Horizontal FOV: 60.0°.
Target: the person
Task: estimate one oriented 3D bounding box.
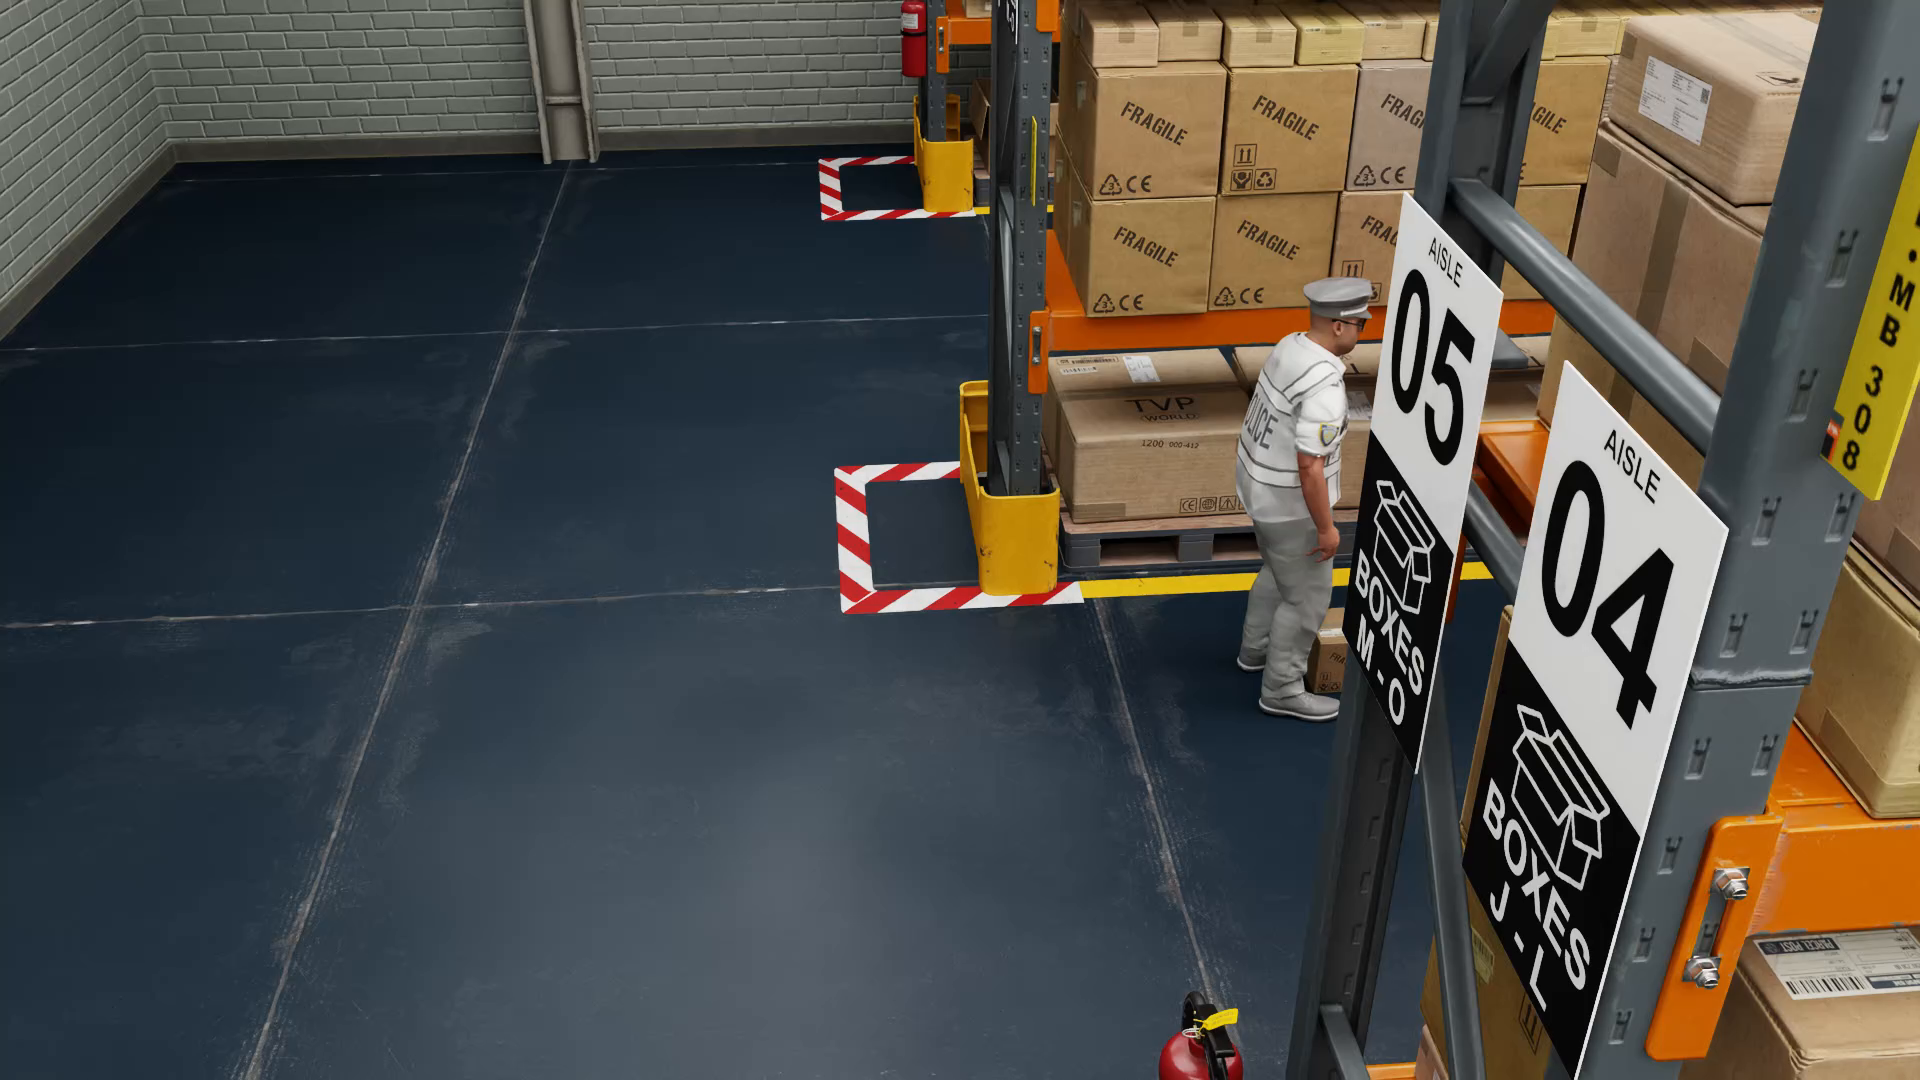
[{"bbox_3d":[1.289,-0.163,6.399,0.439,1.747,0.585,-3,31,-4],"label":"person"}]
